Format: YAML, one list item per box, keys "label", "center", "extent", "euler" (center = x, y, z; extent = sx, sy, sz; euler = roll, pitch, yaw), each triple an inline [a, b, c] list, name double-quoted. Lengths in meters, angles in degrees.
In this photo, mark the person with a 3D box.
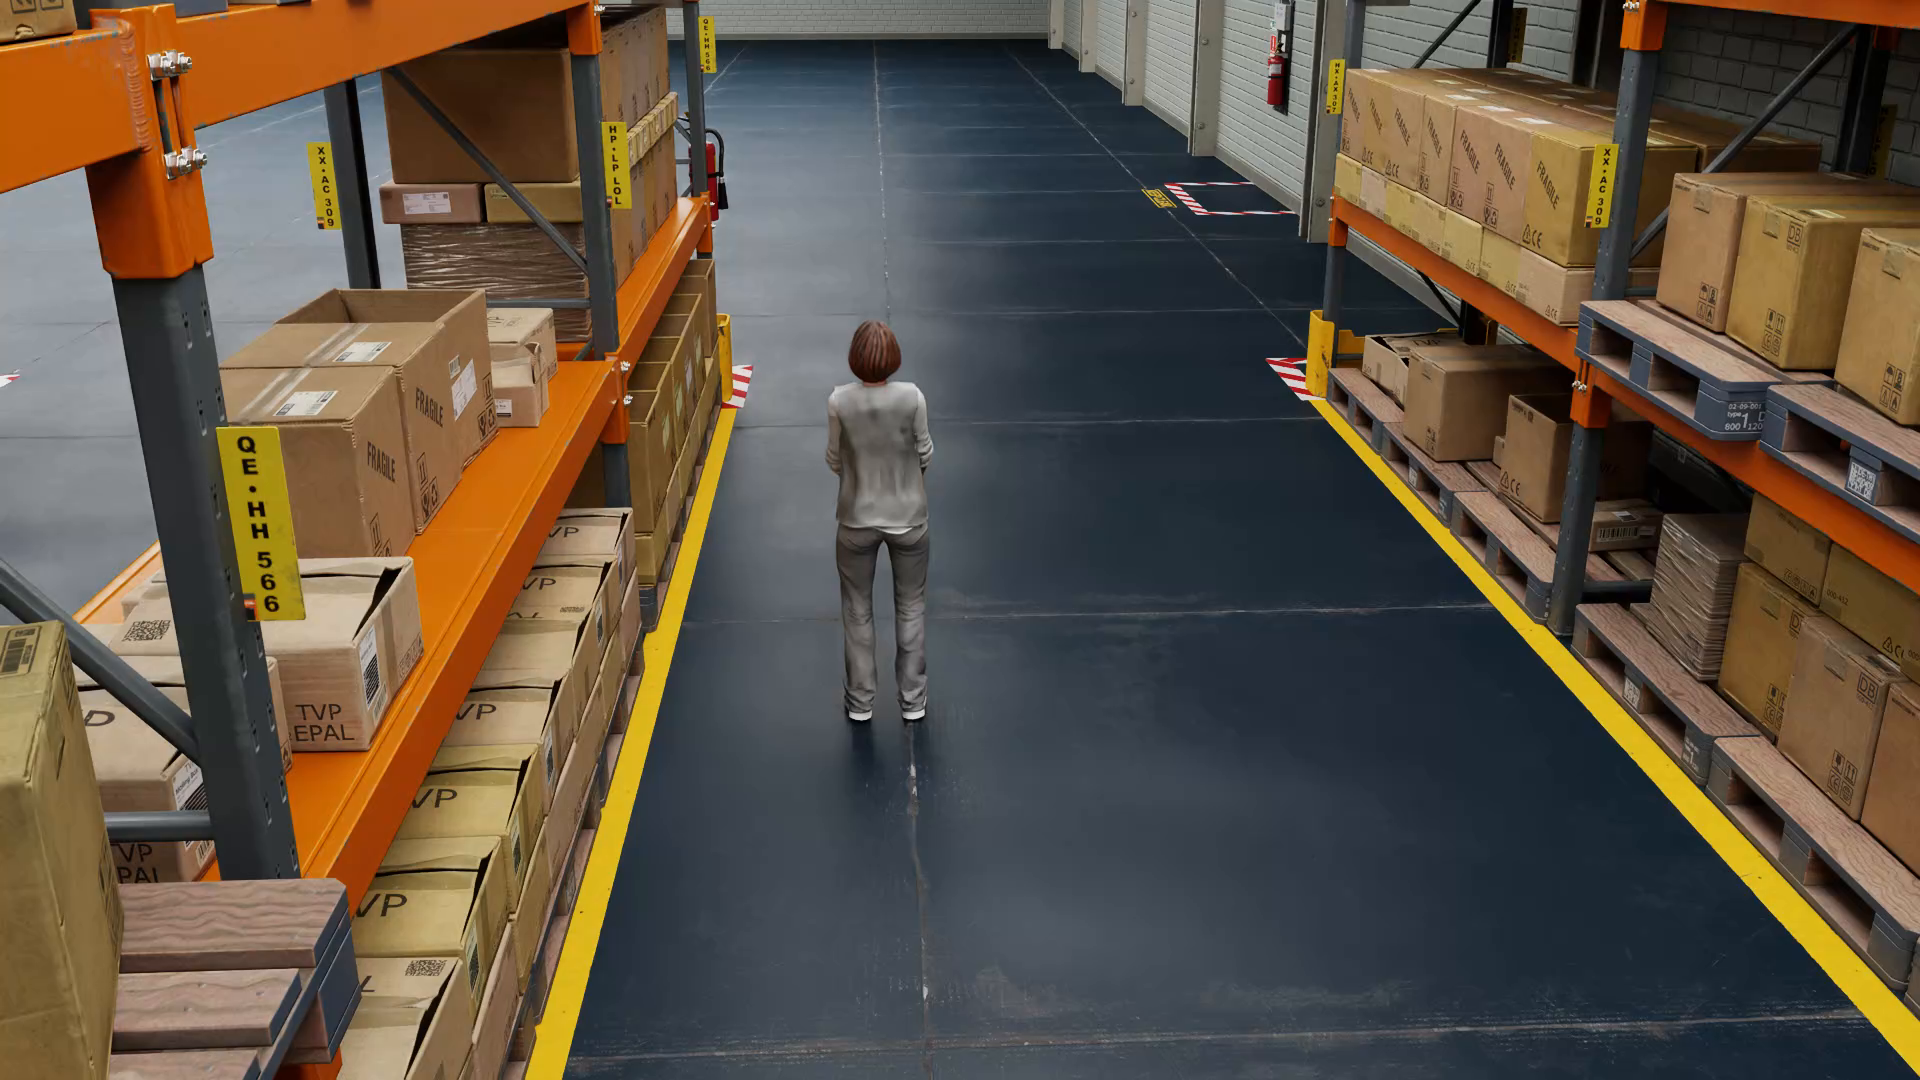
- label: "person"
  center: [-0.303, -0.092, 6.345]
  extent: [0.407, 1.588, 0.495]
  euler: [-1, 21, -4]
